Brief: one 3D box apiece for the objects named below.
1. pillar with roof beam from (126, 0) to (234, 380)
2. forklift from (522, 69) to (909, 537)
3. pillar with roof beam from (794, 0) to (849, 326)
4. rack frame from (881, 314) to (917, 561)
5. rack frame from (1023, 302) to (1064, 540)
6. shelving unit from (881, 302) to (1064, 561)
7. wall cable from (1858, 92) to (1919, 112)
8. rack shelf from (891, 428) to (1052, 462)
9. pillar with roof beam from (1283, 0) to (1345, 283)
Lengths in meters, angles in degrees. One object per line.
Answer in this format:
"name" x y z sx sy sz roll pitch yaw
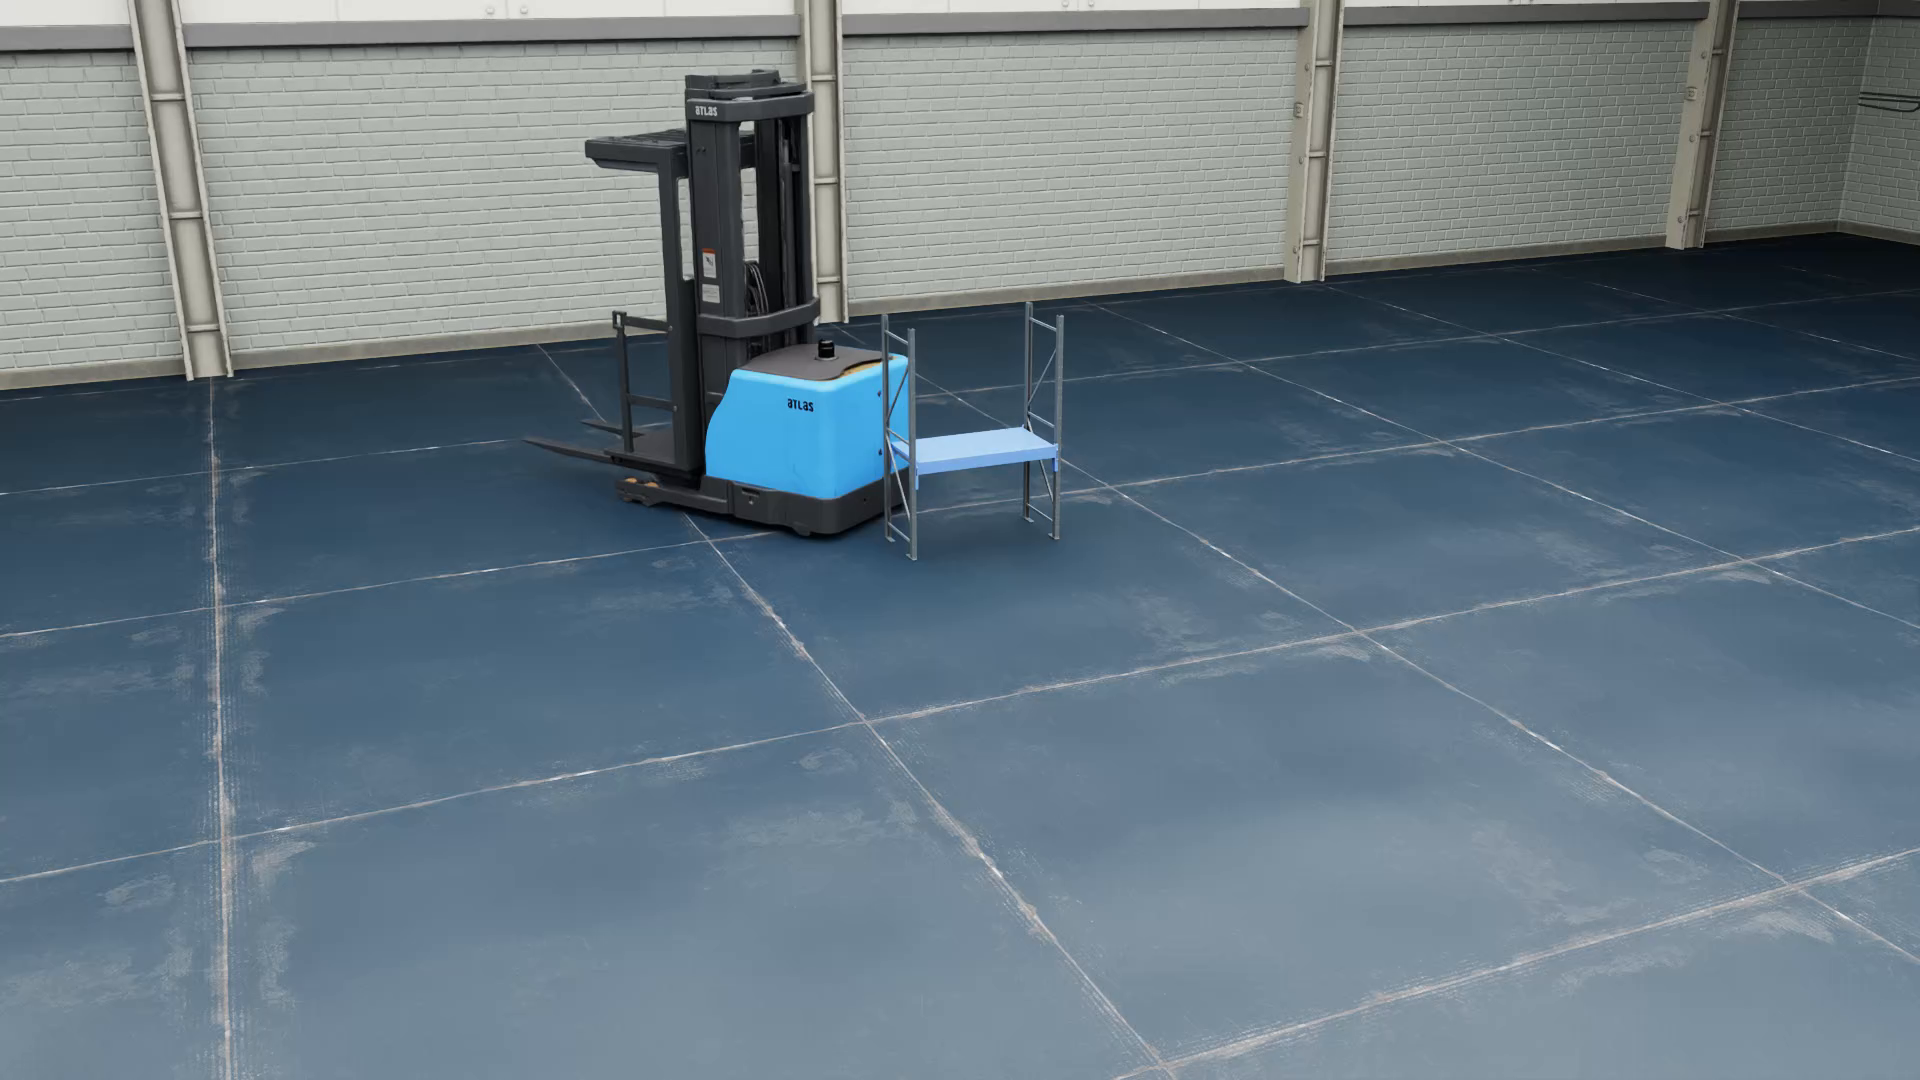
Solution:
"pillar with roof beam" -5.217 -4.457 10.132 0.400 9.000 9.100 -8 21 -22
"forklift" -1.840 -1.755 11.594 3.031 2.935 1.130 12 23 30
"pillar with roof beam" 0.292 -5.247 12.374 0.400 9.000 9.100 -8 21 -22
"rack frame" -0.388 -0.652 10.615 0.032 1.500 0.500 -8 21 -22
"rack frame" 0.545 -0.786 10.995 0.032 1.500 0.500 -8 21 -22
"shelving unit" 0.078 -0.719 10.805 1.048 1.500 0.500 -8 21 -22
"wall cable" 12.834 -6.658 21.057 0.112 2.526 3.097 -8 21 -22
"rack shelf" 0.078 -0.595 10.848 0.952 0.062 0.459 -8 21 -22
"pillar with roof beam" 5.802 -6.036 14.615 0.400 9.000 9.100 -8 21 -22
